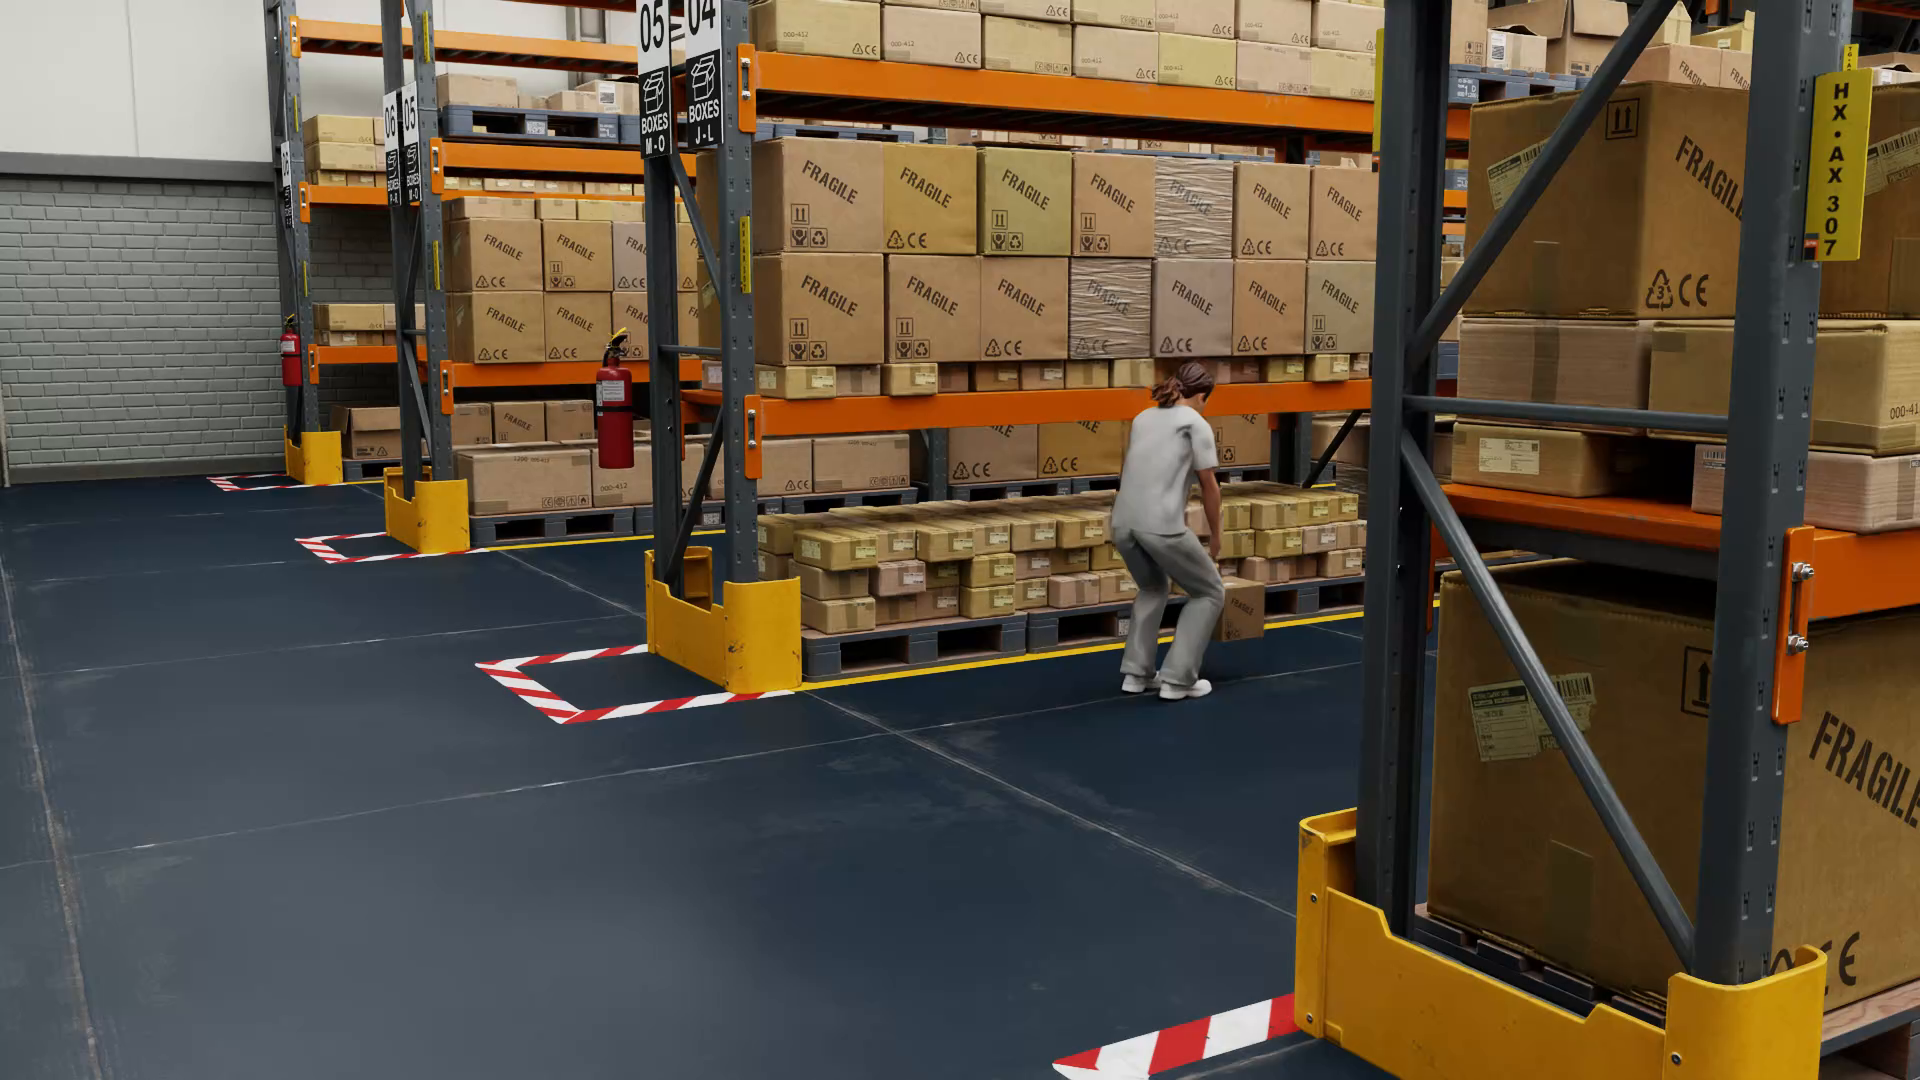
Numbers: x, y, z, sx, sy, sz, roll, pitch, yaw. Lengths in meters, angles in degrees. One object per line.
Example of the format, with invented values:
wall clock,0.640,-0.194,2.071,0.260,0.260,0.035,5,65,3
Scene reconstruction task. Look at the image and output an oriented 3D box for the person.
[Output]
person,0.912,-0.046,7.396,0.574,1.469,0.488,-8,11,-43
